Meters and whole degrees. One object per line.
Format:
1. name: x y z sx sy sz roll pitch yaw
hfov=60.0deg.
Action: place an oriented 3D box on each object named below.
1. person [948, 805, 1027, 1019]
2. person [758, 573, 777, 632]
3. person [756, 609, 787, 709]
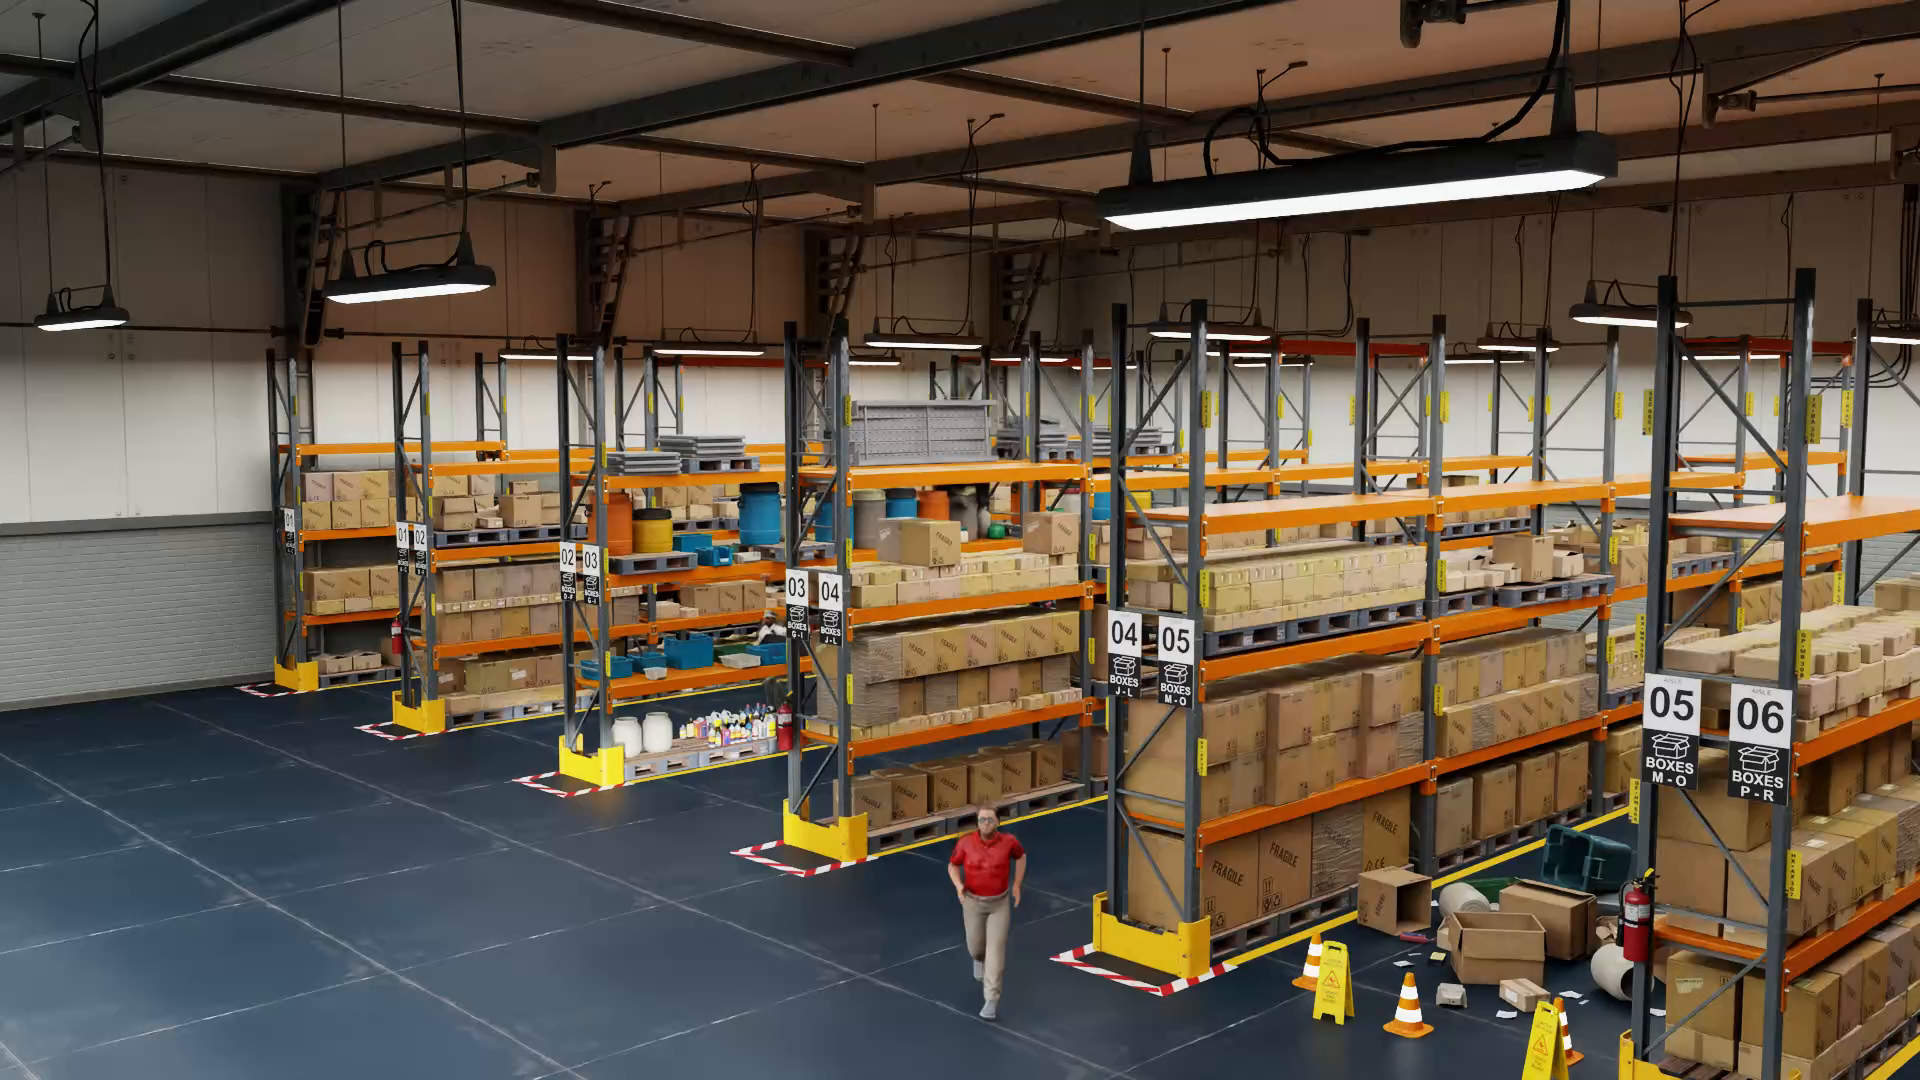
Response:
1. person: 0.230 3.076 14.073 0.666 1.701 0.993 0 5 3
2. person: -3.761 1.481 32.790 0.650 1.702 0.876 4 7 41
3. person: -3.037 2.003 26.987 0.538 1.783 0.786 4 7 41
